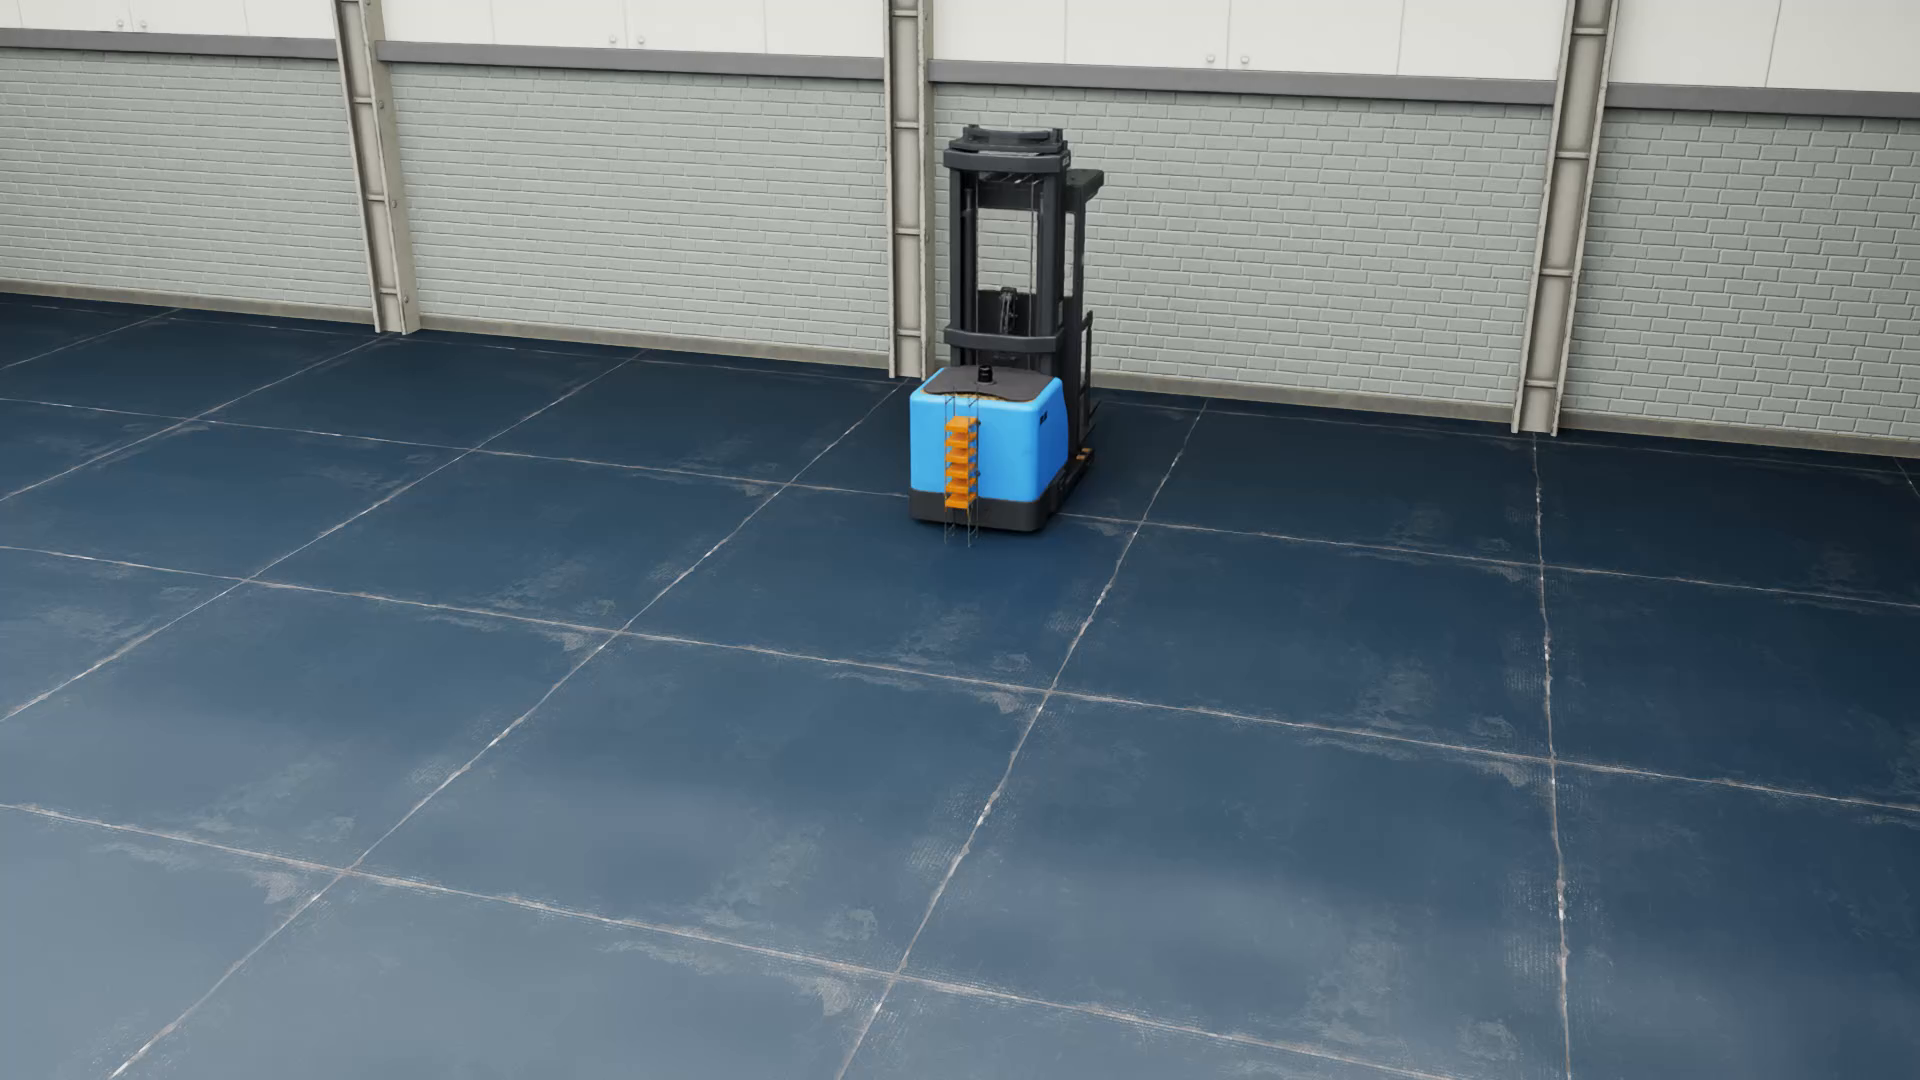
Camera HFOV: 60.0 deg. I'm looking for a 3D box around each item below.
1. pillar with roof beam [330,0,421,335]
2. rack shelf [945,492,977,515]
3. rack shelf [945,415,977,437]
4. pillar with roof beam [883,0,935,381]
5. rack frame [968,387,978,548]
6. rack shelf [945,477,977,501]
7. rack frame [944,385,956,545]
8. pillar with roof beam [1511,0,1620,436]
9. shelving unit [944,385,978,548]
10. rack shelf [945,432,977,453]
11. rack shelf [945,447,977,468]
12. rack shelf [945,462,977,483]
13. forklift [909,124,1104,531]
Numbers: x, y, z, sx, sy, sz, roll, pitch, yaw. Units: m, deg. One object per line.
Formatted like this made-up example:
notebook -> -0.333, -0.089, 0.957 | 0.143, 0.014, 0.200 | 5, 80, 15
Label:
pillar with roof beam -> -7.470, -4.931, 12.933 | 0.400, 9.000, 9.100 | 7, 23, 16
rack shelf -> 0.012, -0.287, 12.638 | 0.180, 0.103, 0.258 | 7, 23, 17
rack shelf -> 0.011, -0.842, 12.411 | 0.180, 0.103, 0.258 | 7, 23, 17
pillar with roof beam -> -1.726, -4.273, 11.330 | 0.400, 9.000, 9.100 | 7, 23, 16
rack frame -> 0.099, -0.540, 12.504 | 0.006, 1.200, 0.240 | 7, 23, 17
rack shelf -> 0.012, -0.398, 12.593 | 0.180, 0.103, 0.258 | 7, 23, 17
rack frame -> -0.075, -0.561, 12.557 | 0.006, 1.200, 0.240 | 7, 23, 17
pillar with roof beam -> 4.019, -3.615, 9.726 | 0.400, 9.000, 9.100 | 7, 23, 16
shelving unit -> 0.012, -0.550, 12.531 | 0.189, 1.200, 0.258 | 7, 23, 17
rack shelf -> 0.011, -0.731, 12.456 | 0.180, 0.103, 0.258 | 7, 23, 17
rack shelf -> 0.012, -0.620, 12.502 | 0.180, 0.103, 0.258 | 7, 23, 17
rack shelf -> 0.012, -0.509, 12.547 | 0.180, 0.103, 0.258 | 7, 23, 17
forklift -> 0.527, -1.952, 13.666 | 1.130, 2.935, 3.031 | 7, 23, 16
